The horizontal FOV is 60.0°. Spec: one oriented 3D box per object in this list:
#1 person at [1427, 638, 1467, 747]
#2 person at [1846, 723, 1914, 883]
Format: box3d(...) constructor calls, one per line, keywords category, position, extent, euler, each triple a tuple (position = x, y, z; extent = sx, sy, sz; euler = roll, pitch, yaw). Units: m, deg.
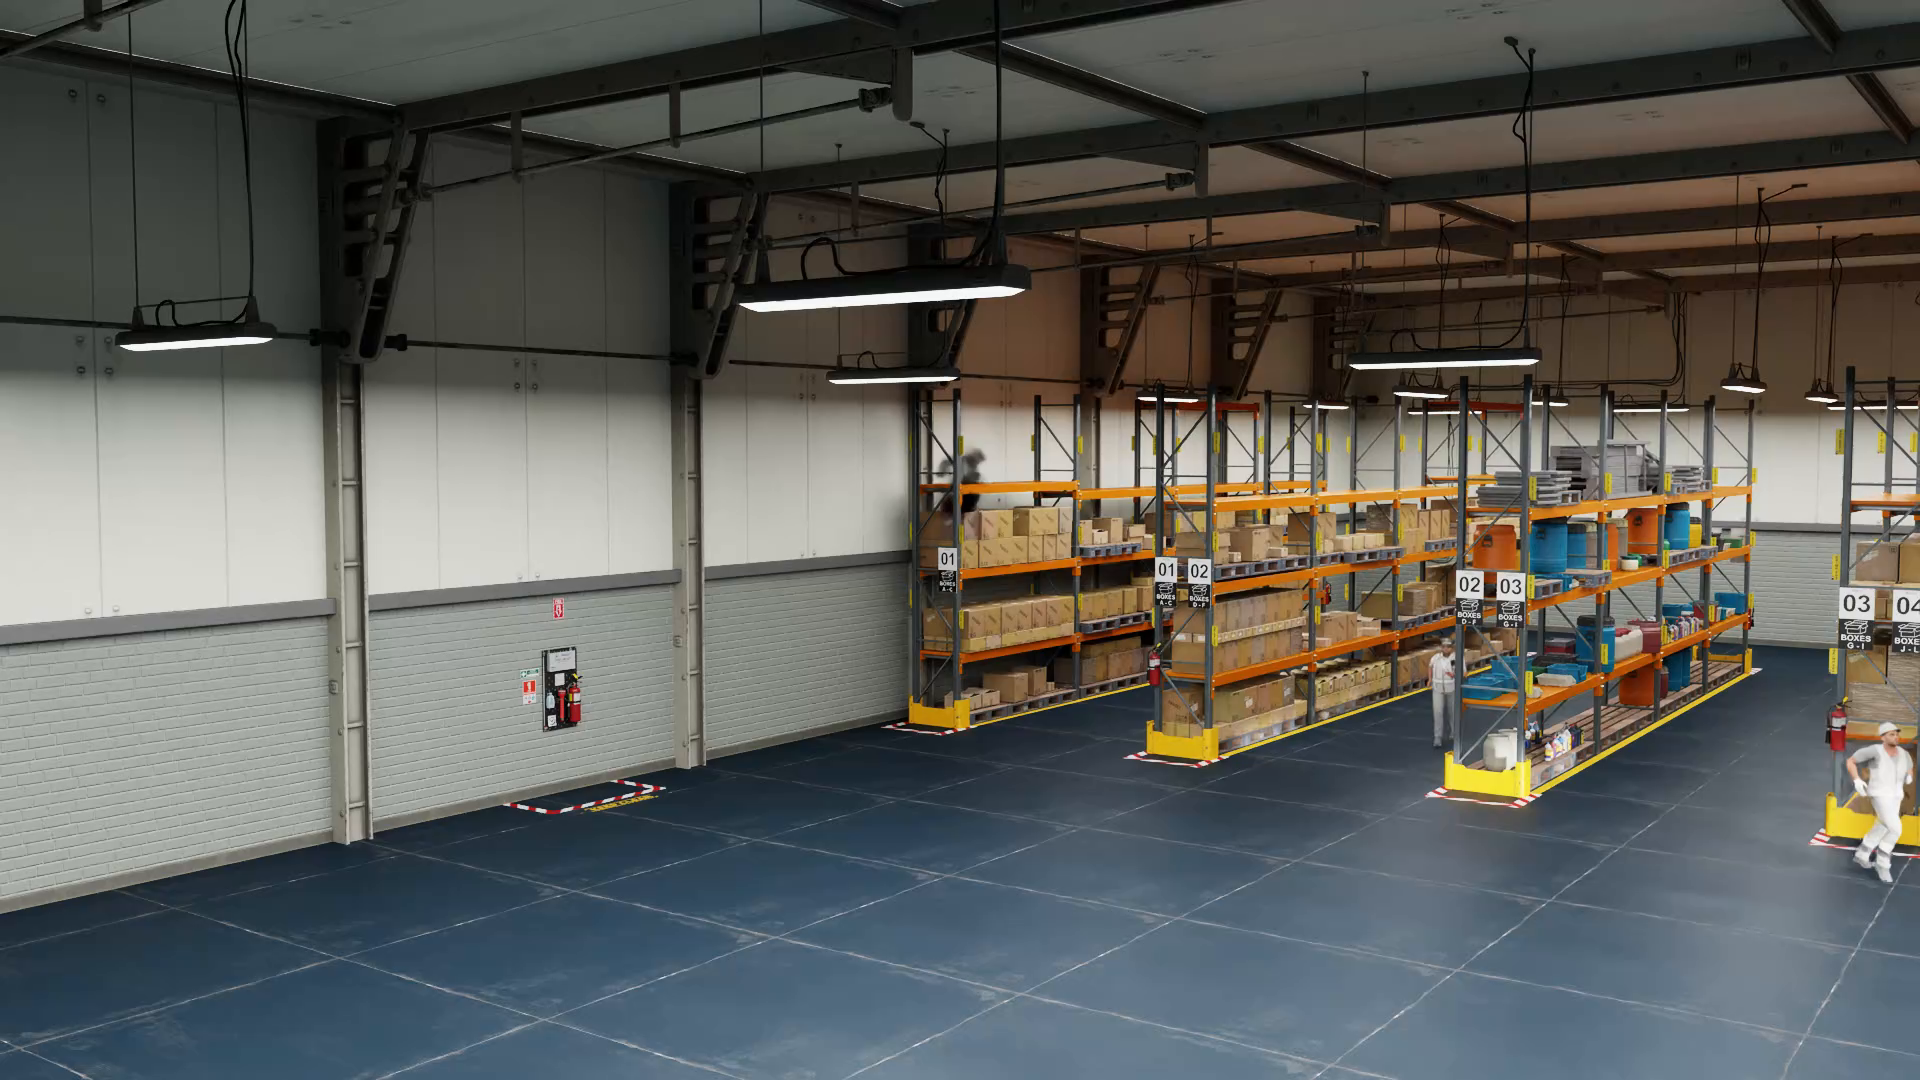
box3d(category="person", position=(8.120, 2.509, 27.784), extent=(0.662, 1.768, 0.974), euler=(1, 4, 24))
box3d(category="person", position=(10.723, 3.017, 19.304), extent=(0.651, 1.819, 0.697), euler=(-1, 3, -18))
